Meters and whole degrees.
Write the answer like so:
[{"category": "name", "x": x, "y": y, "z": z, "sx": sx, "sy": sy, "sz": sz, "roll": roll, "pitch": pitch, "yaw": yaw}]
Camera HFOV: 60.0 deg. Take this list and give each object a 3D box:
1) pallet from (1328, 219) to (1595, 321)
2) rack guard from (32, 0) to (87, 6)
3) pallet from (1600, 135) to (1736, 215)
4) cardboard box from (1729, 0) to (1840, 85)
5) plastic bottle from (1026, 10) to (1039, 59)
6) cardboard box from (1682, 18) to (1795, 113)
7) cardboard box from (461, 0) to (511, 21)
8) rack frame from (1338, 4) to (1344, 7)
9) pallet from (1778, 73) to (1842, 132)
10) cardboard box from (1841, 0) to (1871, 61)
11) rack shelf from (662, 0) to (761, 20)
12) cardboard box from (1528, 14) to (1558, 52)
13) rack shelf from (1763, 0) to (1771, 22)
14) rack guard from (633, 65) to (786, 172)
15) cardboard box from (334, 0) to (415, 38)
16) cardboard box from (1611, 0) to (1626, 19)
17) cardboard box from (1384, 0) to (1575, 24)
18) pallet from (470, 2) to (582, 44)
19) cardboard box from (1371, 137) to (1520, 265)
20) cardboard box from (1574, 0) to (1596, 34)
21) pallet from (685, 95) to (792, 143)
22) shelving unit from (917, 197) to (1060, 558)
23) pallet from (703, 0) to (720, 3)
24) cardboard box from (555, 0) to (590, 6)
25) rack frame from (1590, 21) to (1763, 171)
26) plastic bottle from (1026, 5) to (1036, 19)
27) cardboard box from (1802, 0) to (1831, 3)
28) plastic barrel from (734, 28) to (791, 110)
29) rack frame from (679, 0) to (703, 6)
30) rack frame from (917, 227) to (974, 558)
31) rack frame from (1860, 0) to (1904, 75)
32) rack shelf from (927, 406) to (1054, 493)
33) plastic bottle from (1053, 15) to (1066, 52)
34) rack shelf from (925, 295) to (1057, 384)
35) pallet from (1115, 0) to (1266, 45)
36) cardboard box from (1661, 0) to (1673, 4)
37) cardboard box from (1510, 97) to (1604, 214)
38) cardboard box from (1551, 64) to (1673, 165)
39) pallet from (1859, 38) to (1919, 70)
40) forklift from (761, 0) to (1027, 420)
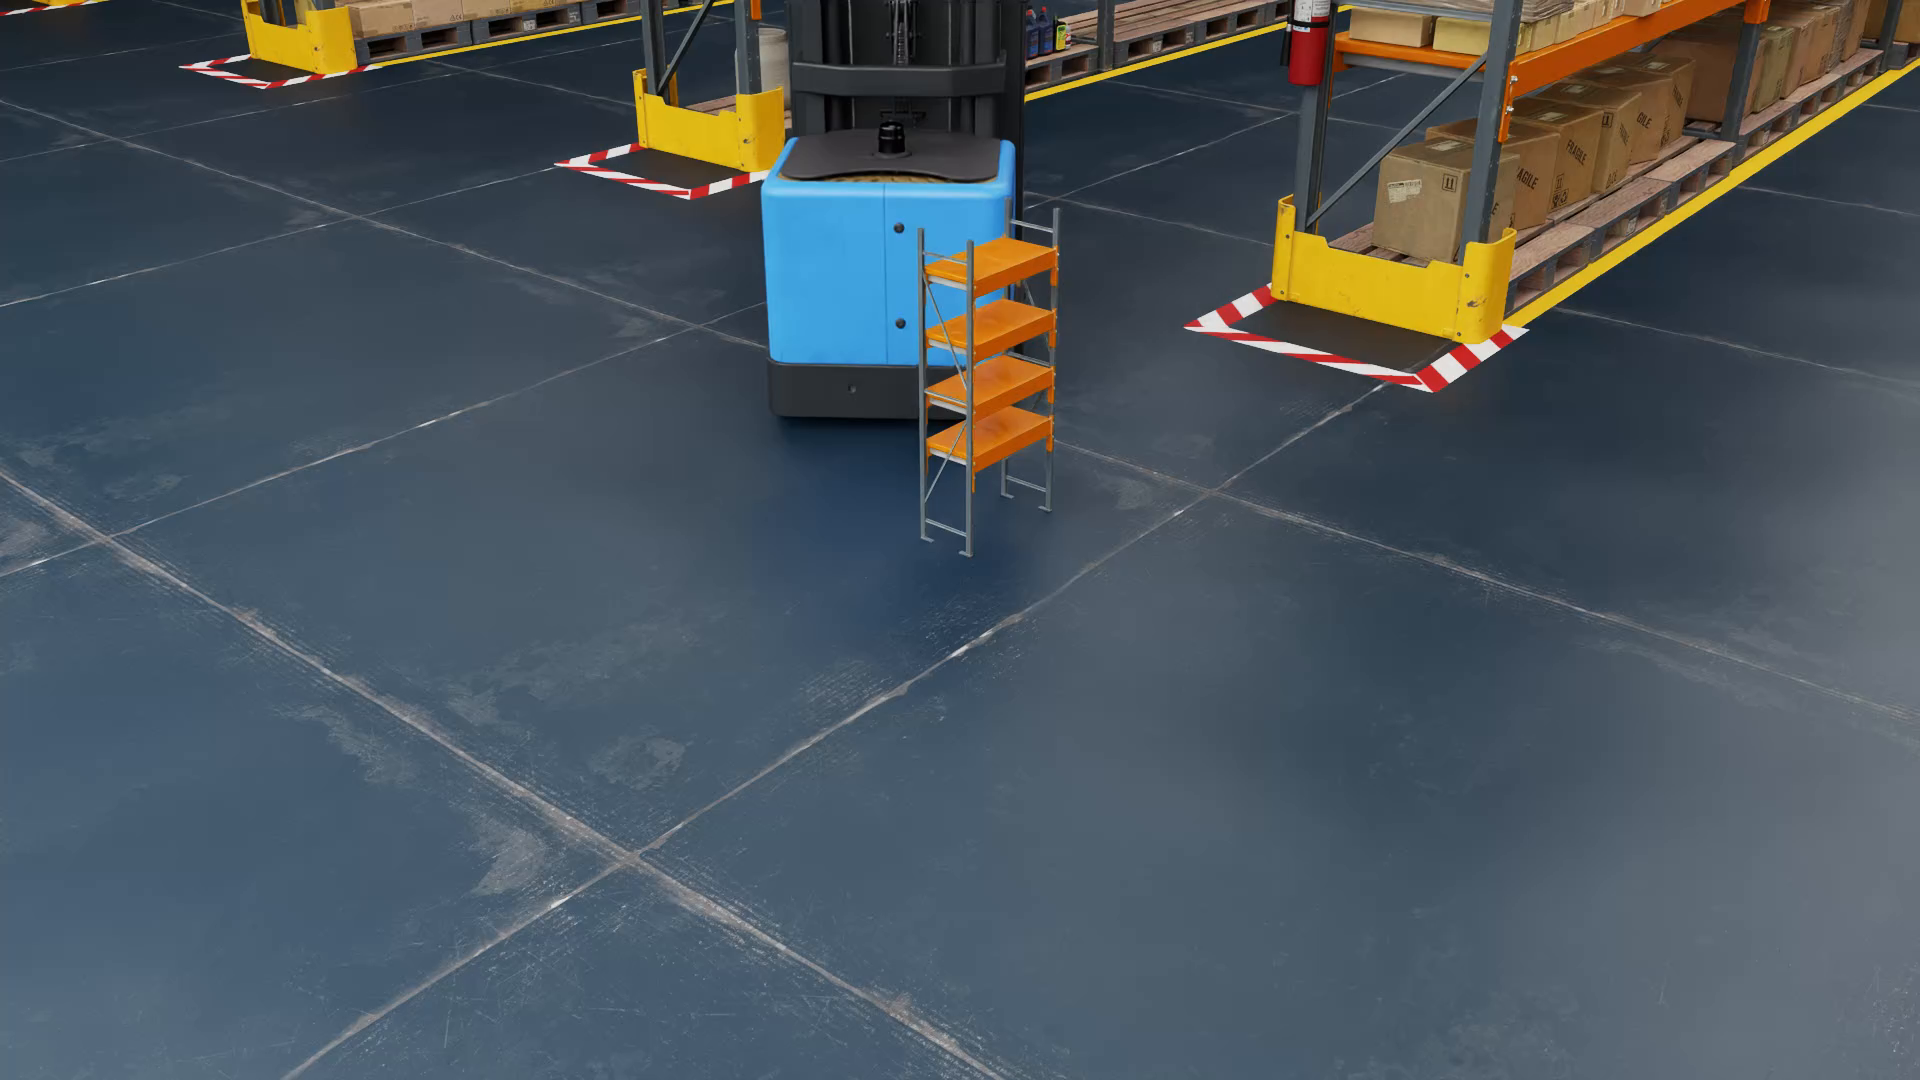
[{"category": "pallet", "x": 2.708, "y": -1.542, "z": 9.002, "sx": 1.003, "sy": 0.211, "sz": 1.213, "roll": 21, "pitch": 34, "yaw": 34}, {"category": "rack guard", "x": -9.302, "y": -5.736, "z": 16.794, "sx": 1.175, "sy": 0.500, "sz": 0.348, "roll": 21, "pitch": 34, "yaw": 34}, {"category": "pallet", "x": 4.260, "y": -2.408, "z": 10.674, "sx": 1.003, "sy": 0.211, "sz": 1.213, "roll": 21, "pitch": 34, "yaw": 34}, {"category": "cardboard box", "x": 6.095, "y": -3.751, "z": 12.478, "sx": 0.700, "sy": 0.500, "sz": 0.500, "roll": 24, "pitch": 36, "yaw": 38}, {"category": "plastic bottle", "x": 0.529, "y": -3.980, "z": 13.084, "sx": 0.144, "sy": 0.351, "sz": 0.185, "roll": 19, "pitch": 33, "yaw": 32}, {"category": "cardboard box", "x": 5.385, "y": -3.355, "z": 11.712, "sx": 0.700, "sy": 0.500, "sz": 0.500, "roll": 21, "pitch": 34, "yaw": 34}, {"category": "cardboard box", "x": -4.380, "y": -4.819, "z": 14.836, "sx": 0.500, "sy": 0.250, "sz": 0.500, "roll": 21, "pitch": 34, "yaw": 34}, {"category": "rack frame", "x": 3.382, "y": -6.760, "z": 16.053, "sx": 1.000, "sy": 3.000, "sz": 0.127, "roll": 21, "pitch": 34, "yaw": 34}, {"category": "pallet", "x": 5.930, "y": -3.367, "z": 12.529, "sx": 1.003, "sy": 0.211, "sz": 1.213, "roll": 21, "pitch": 34, "yaw": 34}, {"category": "cardboard box", "x": 6.793, "y": -4.155, "z": 13.258, "sx": 0.700, "sy": 0.500, "sz": 0.500, "roll": 19, "pitch": 33, "yaw": 32}, {"category": "rack shelf", "x": -0.434, "y": -4.313, "z": 12.106, "sx": 1.077, "sy": 0.370, "sz": 4.000, "roll": 21, "pitch": 34, "yaw": 34}, {"category": "cardboard box", "x": 2.655, "y": -2.479, "z": 8.051, "sx": 0.380, "sy": 0.149, "sz": 0.250, "roll": 21, "pitch": 34, "yaw": 34}, {"category": "rack shelf", "x": 5.932, "y": -4.284, "z": 12.050, "sx": 1.077, "sy": 0.370, "sz": 4.000, "roll": 21, "pitch": 34, "yaw": 34}, {"category": "rack guard", "x": -1.694, "y": -2.854, "z": 11.223, "sx": 1.175, "sy": 0.500, "sz": 0.348, "roll": 21, "pitch": 34, "yaw": 34}, {"category": "cardboard box", "x": -5.013, "y": -4.463, "z": 14.149, "sx": 0.500, "sy": 0.250, "sz": 0.500, "roll": 21, "pitch": 34, "yaw": 34}, {"category": "cardboard box", "x": 3.271, "y": -2.841, "z": 8.751, "sx": 0.380, "sy": 0.149, "sz": 0.250, "roll": 21, "pitch": 34, "yaw": 34}, {"category": "cardboard box", "x": 2.487, "y": -2.840, "z": 8.042, "sx": 0.875, "sy": 0.500, "sz": 0.500, "roll": 21, "pitch": 34, "yaw": 34}, {"category": "pallet", "x": -4.296, "y": -4.848, "z": 15.392, "sx": 1.003, "sy": 0.211, "sz": 1.213, "roll": 21, "pitch": 34, "yaw": 34}, {"category": "cardboard box", "x": 2.526, "y": -1.769, "z": 8.669, "sx": 0.500, "sy": 0.500, "sz": 0.500, "roll": -21, "pitch": 34, "yaw": -35}, {"category": "cardboard box", "x": 2.968, "y": -2.658, "z": 8.397, "sx": 0.380, "sy": 0.149, "sz": 0.250, "roll": 21, "pitch": 34, "yaw": 34}, {"category": "pallet", "x": -1.173, "y": -3.013, "z": 11.844, "sx": 1.003, "sy": 0.211, "sz": 1.213, "roll": 21, "pitch": 34, "yaw": 34}, {"category": "shelving unit", "x": 0.105, "y": -0.592, "z": 6.088, "sx": 0.258, "sy": 1.200, "sz": 0.503, "roll": 21, "pitch": 34, "yaw": 34}, {"category": "pallet", "x": -2.543, "y": -5.825, "z": 17.281, "sx": 1.003, "sy": 0.211, "sz": 1.213, "roll": 21, "pitch": 34, "yaw": 34}, {"category": "cardboard box", "x": -3.740, "y": -5.172, "z": 15.519, "sx": 0.500, "sy": 0.250, "sz": 0.500, "roll": 21, "pitch": 34, "yaw": 34}, {"category": "rack frame", "x": 4.660, "y": -3.895, "z": 10.514, "sx": 1.000, "sy": 3.000, "sz": 0.127, "roll": 21, "pitch": 34, "yaw": 34}, {"category": "plastic bottle", "x": 0.540, "y": -4.091, "z": 13.297, "sx": 0.144, "sy": 0.351, "sz": 0.185, "roll": 21, "pitch": 34, "yaw": 34}, {"category": "cardboard box", "x": 6.472, "y": -4.294, "z": 12.711, "sx": 0.500, "sy": 0.250, "sz": 0.500, "roll": -24, "pitch": 36, "yaw": -38}, {"category": "plastic barrel", "x": -1.347, "y": -3.261, "z": 11.540, "sx": 0.421, "sy": 0.512, "sz": 0.421, "roll": 0, "pitch": 27, "yaw": 0}, {"category": "rack frame", "x": -2.982, "y": -6.791, "z": 16.113, "sx": 1.000, "sy": 3.000, "sz": 0.127, "roll": 21, "pitch": 34, "yaw": 34}, {"category": "rack frame", "x": -0.050, "y": -0.505, "z": 5.921, "sx": 0.240, "sy": 1.200, "sz": 0.015, "roll": 21, "pitch": 34, "yaw": 34}, {"category": "rack frame", "x": 7.204, "y": -5.313, "z": 13.255, "sx": 1.000, "sy": 3.000, "sz": 0.127, "roll": 21, "pitch": 34, "yaw": 34}, {"category": "rack shelf", "x": 0.105, "y": -0.355, "z": 6.210, "sx": 0.258, "sy": 0.148, "sz": 0.480, "roll": 21, "pitch": 34, "yaw": 34}, {"category": "plastic bottle", "x": 0.787, "y": -4.064, "z": 13.319, "sx": 0.061, "sy": 0.283, "sz": 0.133, "roll": 23, "pitch": 35, "yaw": 37}, {"category": "rack shelf", "x": 0.105, "y": -0.731, "z": 6.016, "sx": 0.258, "sy": 0.148, "sz": 0.480, "roll": 21, "pitch": 34, "yaw": 34}, {"category": "pallet", "x": 2.083, "y": -4.828, "z": 15.353, "sx": 1.003, "sy": 0.211, "sz": 1.213, "roll": 21, "pitch": 34, "yaw": 34}, {"category": "cardboard box", "x": 3.785, "y": -3.093, "z": 9.238, "sx": 0.380, "sy": 0.149, "sz": 0.250, "roll": 21, "pitch": 34, "yaw": 34}, {"category": "cardboard box", "x": 3.292, "y": -2.208, "z": 9.516, "sx": 0.500, "sy": 0.500, "sz": 0.500, "roll": 25, "pitch": 36, "yaw": 39}, {"category": "cardboard box", "x": 4.016, "y": -2.635, "z": 10.343, "sx": 0.500, "sy": 0.500, "sz": 0.500, "roll": -16, "pitch": 31, "yaw": -28}, {"category": "pallet", "x": 7.764, "y": -4.332, "z": 14.394, "sx": 1.003, "sy": 0.211, "sz": 1.213, "roll": 21, "pitch": 34, "yaw": 34}, {"category": "forklift", "x": -0.229, "y": -2.450, "z": 7.796, "sx": 1.130, "sy": 2.935, "sz": 3.031, "roll": 1, "pitch": 27, "yaw": 3}]
